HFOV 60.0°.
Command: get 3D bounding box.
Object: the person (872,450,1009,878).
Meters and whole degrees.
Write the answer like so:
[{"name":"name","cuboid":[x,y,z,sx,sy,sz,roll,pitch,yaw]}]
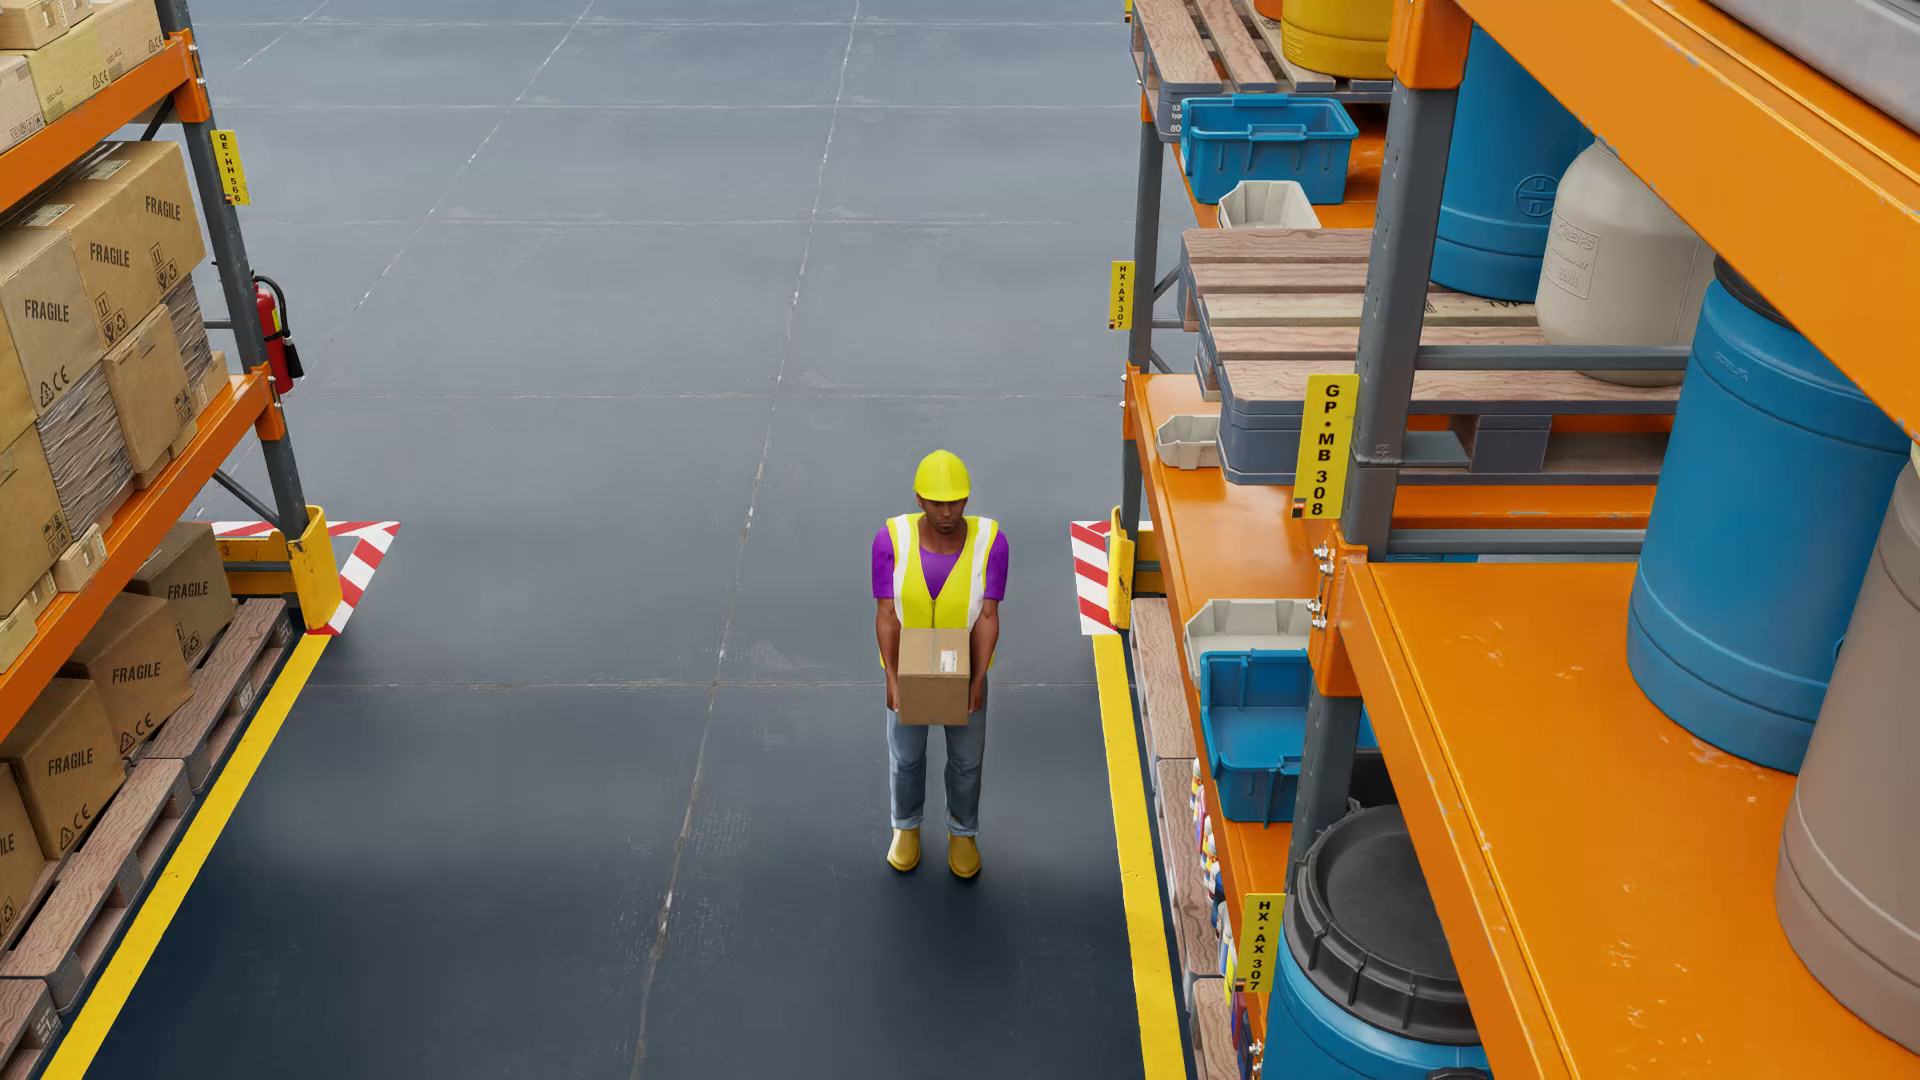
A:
[{"name":"person","cuboid":[-0.074,0.529,6.248,0.504,1.760,0.585,0,31,1]}]
